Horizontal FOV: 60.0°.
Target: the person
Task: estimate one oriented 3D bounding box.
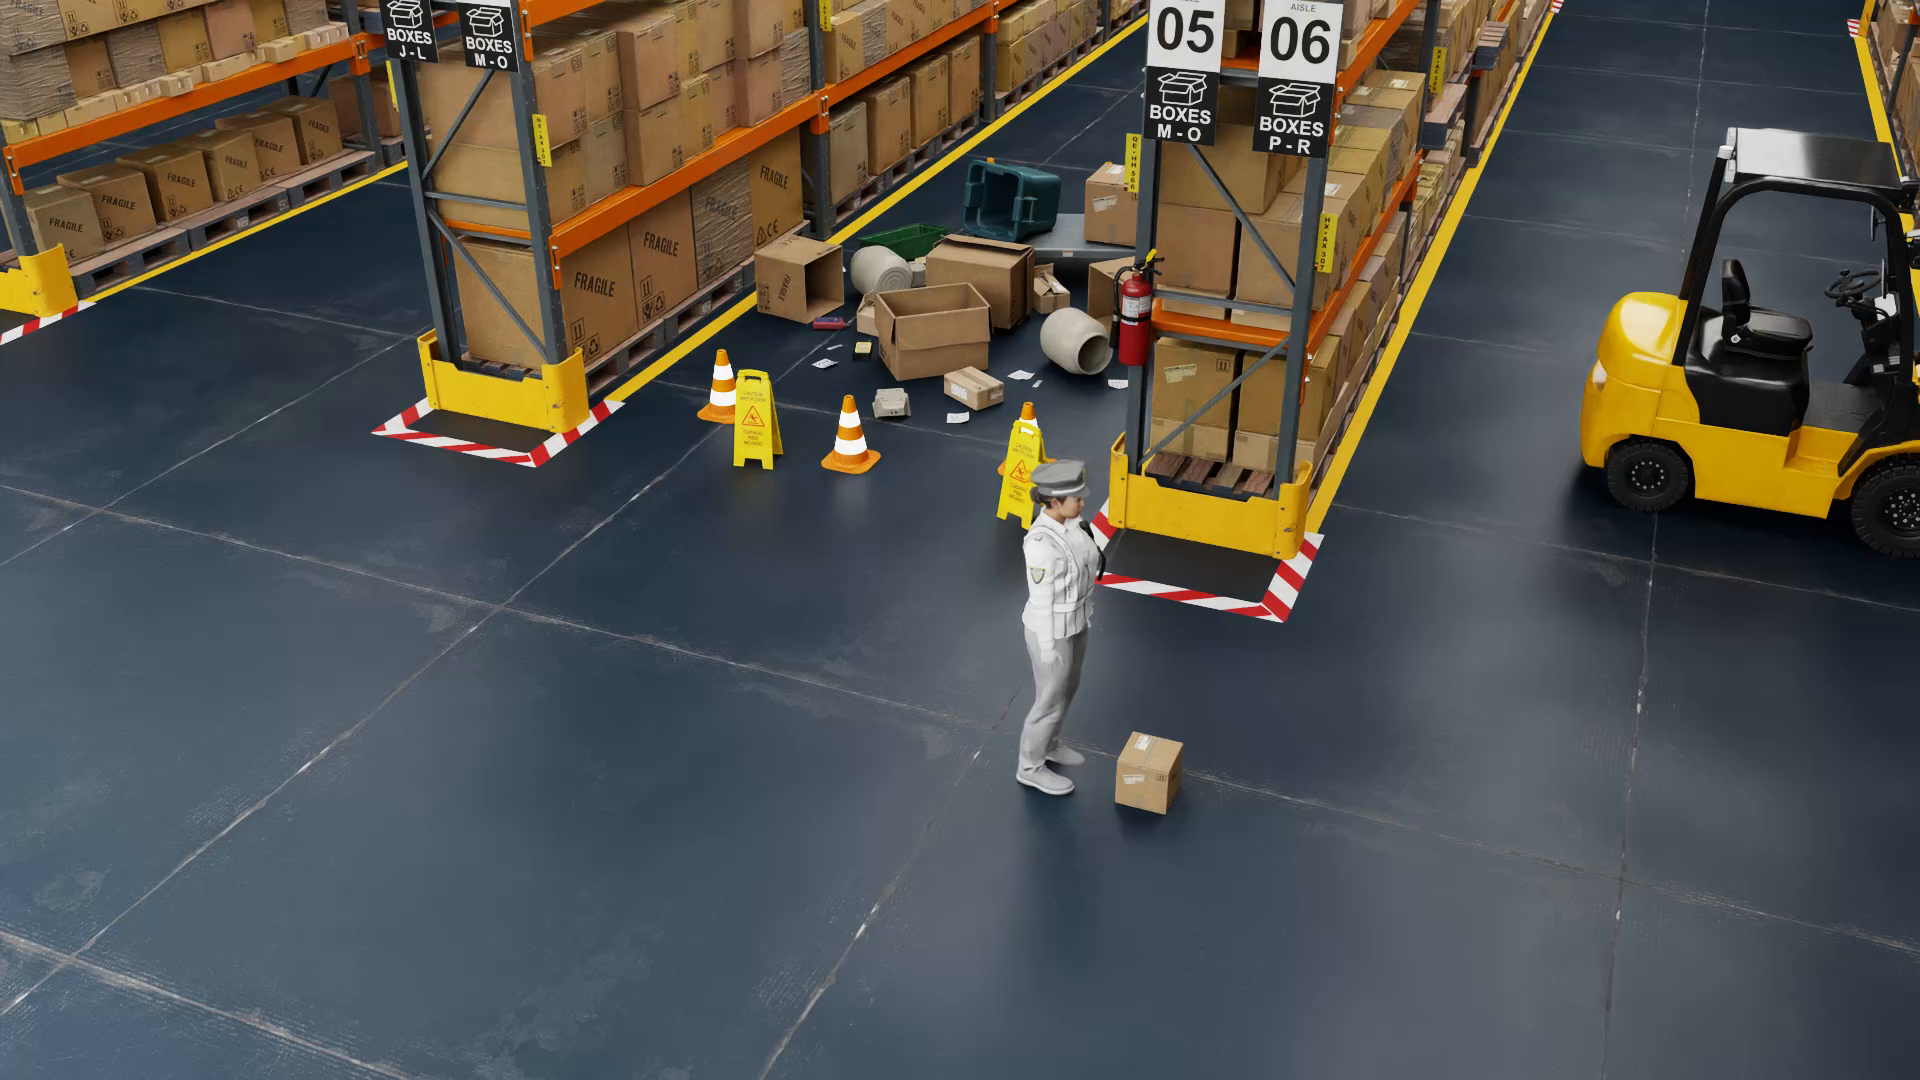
[{"bbox_3d":[0.468,0.404,7.700,0.329,1.687,0.468,12,32,20],"label":"person"}]
